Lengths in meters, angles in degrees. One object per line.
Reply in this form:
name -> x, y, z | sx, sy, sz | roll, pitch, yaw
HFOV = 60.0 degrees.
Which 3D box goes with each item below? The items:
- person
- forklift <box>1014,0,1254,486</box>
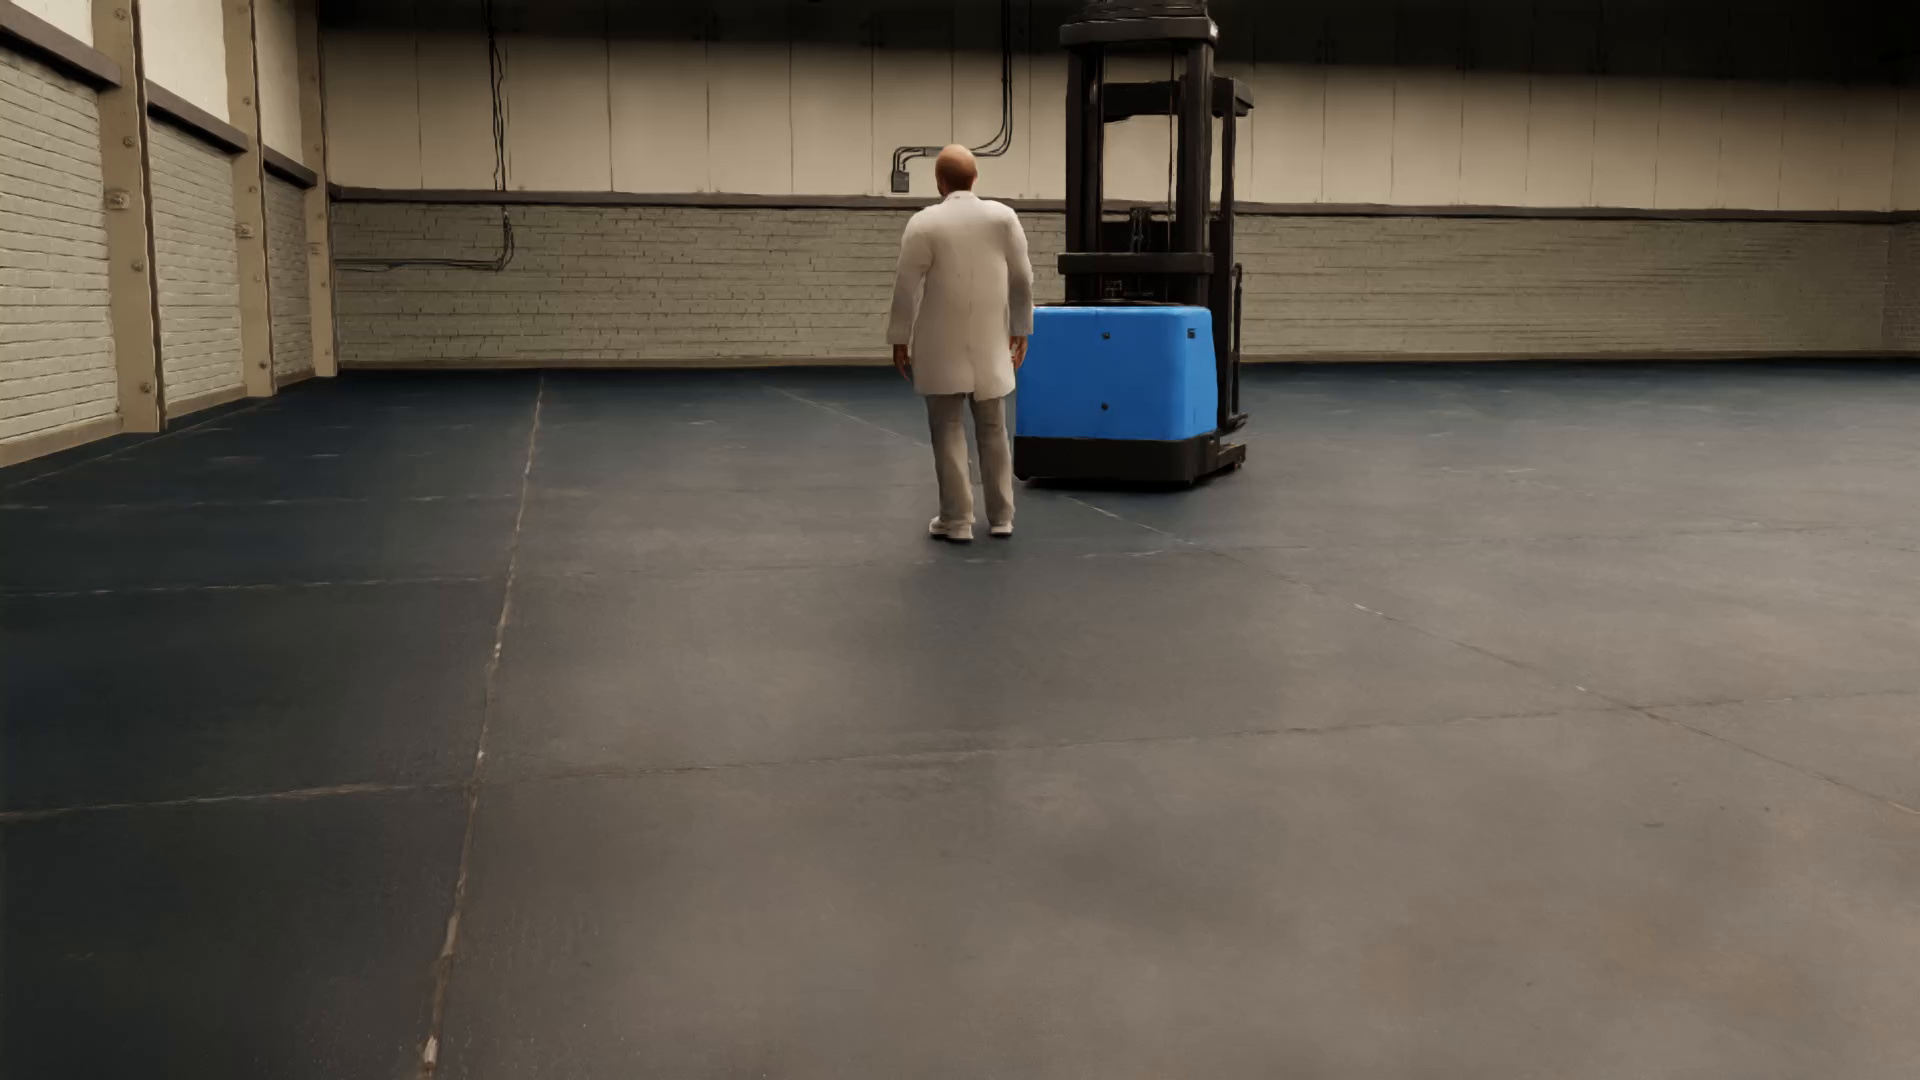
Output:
person -> -0.017, -0.900, 7.671 | 0.694, 1.776, 0.579 | -2, 8, -13
forklift -> 1.299, -1.936, 10.963 | 1.130, 2.935, 3.031 | 3, 8, 20
